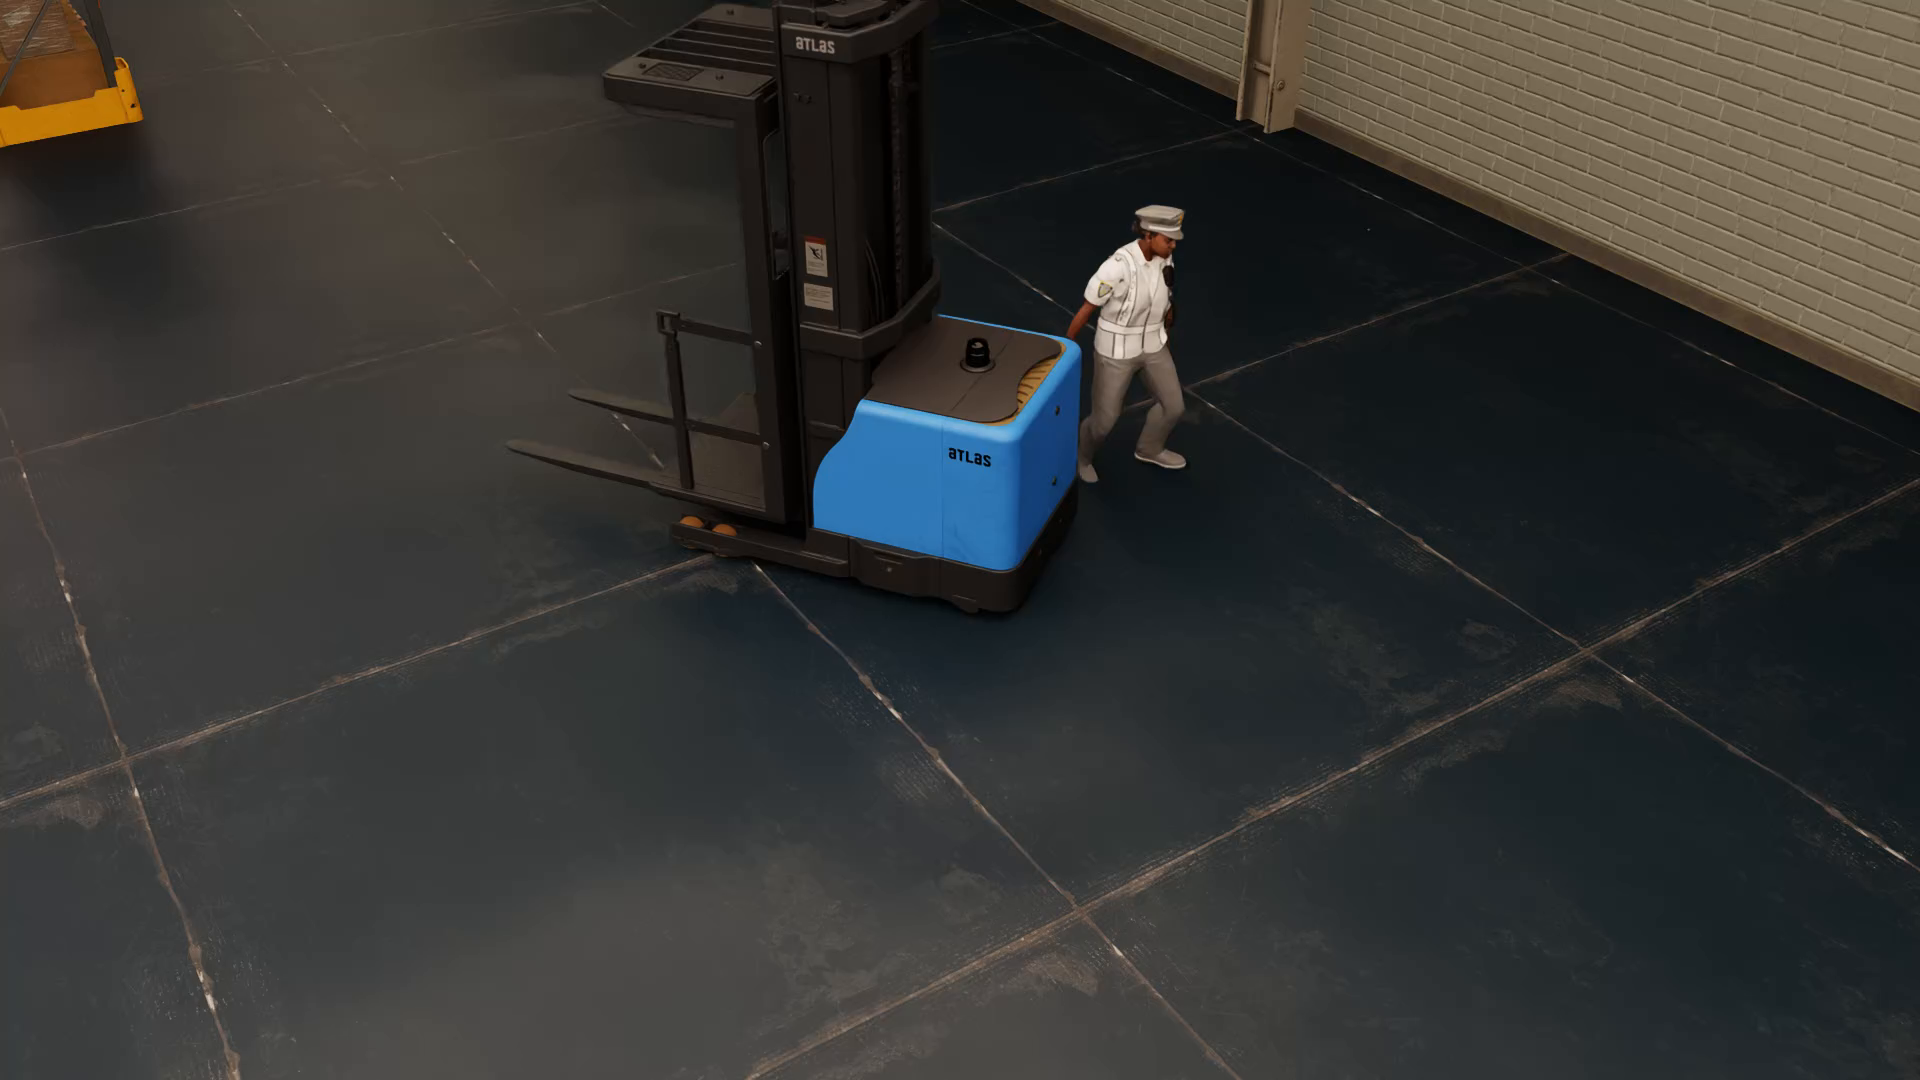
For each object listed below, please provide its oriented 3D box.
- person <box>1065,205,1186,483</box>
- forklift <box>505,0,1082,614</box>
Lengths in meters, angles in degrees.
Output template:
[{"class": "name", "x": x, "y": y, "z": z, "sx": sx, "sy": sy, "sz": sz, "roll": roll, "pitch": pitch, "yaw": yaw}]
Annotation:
[{"class": "person", "x": 0.859, "y": -1.007, "z": 8.788, "sx": 0.792, "sy": 1.646, "sz": 0.454, "roll": -16, "pitch": 38, "yaw": -22}, {"class": "forklift", "x": -0.950, "y": -1.378, "z": 8.109, "sx": 3.031, "sy": 2.935, "sz": 1.130, "roll": 13, "pitch": 37, "yaw": 18}]
